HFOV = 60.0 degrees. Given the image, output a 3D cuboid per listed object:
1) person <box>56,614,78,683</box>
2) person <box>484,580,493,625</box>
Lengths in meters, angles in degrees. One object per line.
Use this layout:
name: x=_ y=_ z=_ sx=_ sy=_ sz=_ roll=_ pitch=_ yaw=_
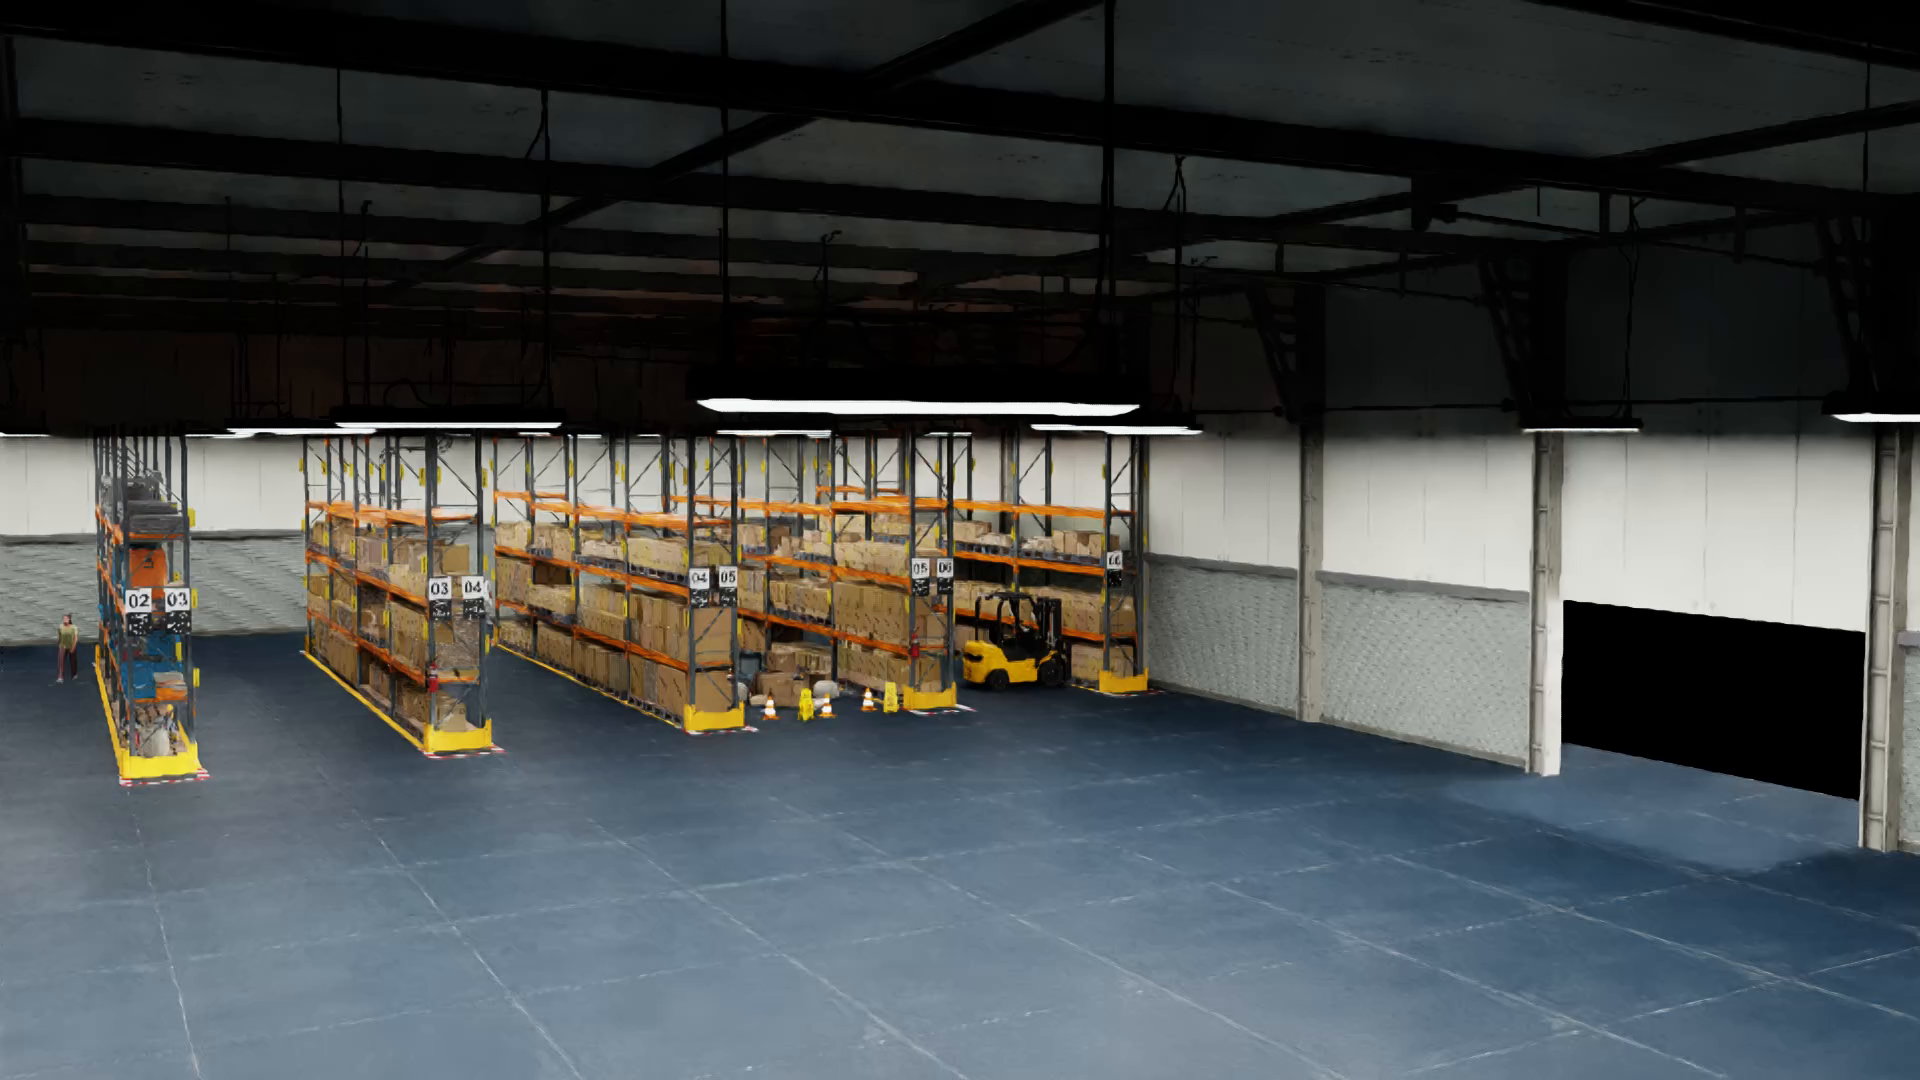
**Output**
person: x=-21.038 y=2.530 z=39.222 sx=0.445 sy=1.603 sz=1.019 roll=-1 pitch=4 yaw=-19
person: x=-14.506 y=1.812 z=50.488 sx=0.602 sy=1.730 sz=0.984 roll=-1 pitch=3 yaw=-9
